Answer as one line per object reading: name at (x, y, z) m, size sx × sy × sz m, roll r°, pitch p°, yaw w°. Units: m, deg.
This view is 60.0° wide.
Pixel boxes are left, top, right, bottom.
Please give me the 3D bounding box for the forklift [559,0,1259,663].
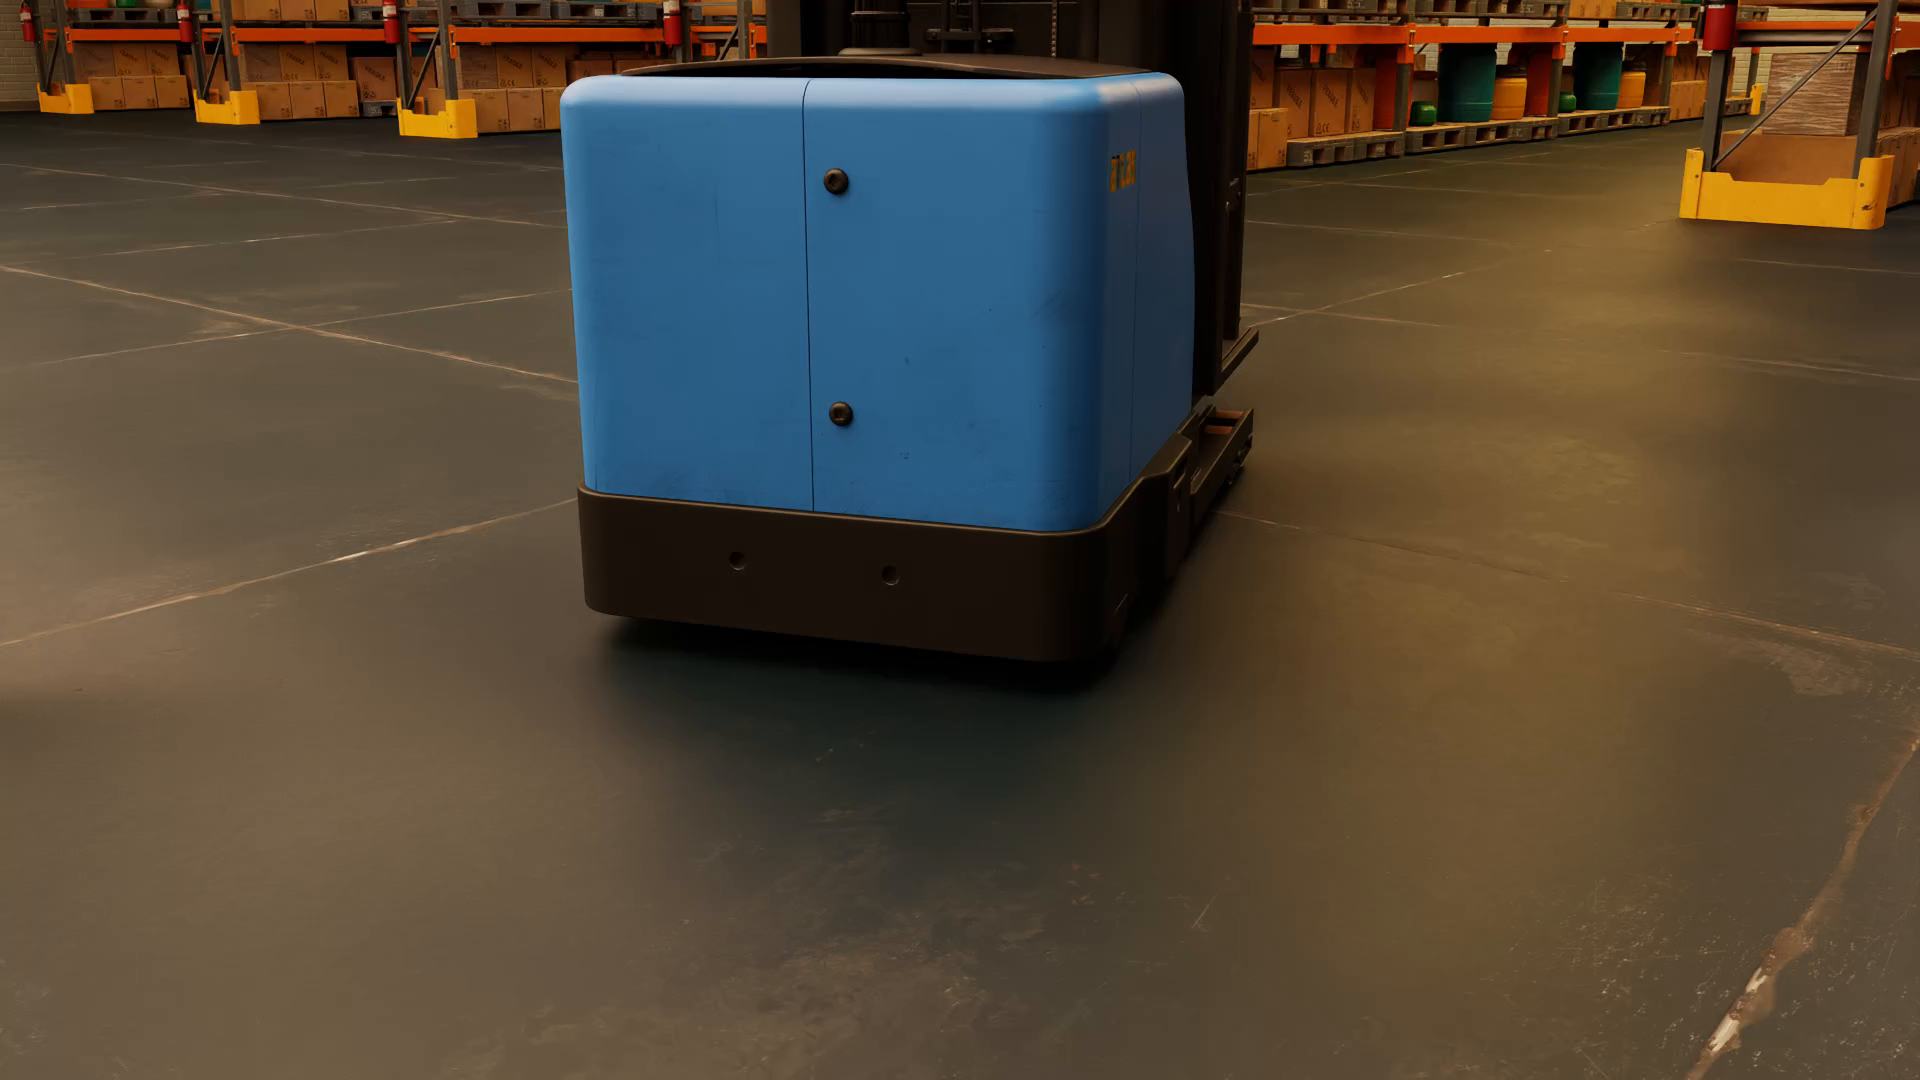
forklift at (0.182, -1.571, 4.072) m, size 1.130 × 2.935 × 3.031 m, roll 5°, pitch 18°, yaw 17°
